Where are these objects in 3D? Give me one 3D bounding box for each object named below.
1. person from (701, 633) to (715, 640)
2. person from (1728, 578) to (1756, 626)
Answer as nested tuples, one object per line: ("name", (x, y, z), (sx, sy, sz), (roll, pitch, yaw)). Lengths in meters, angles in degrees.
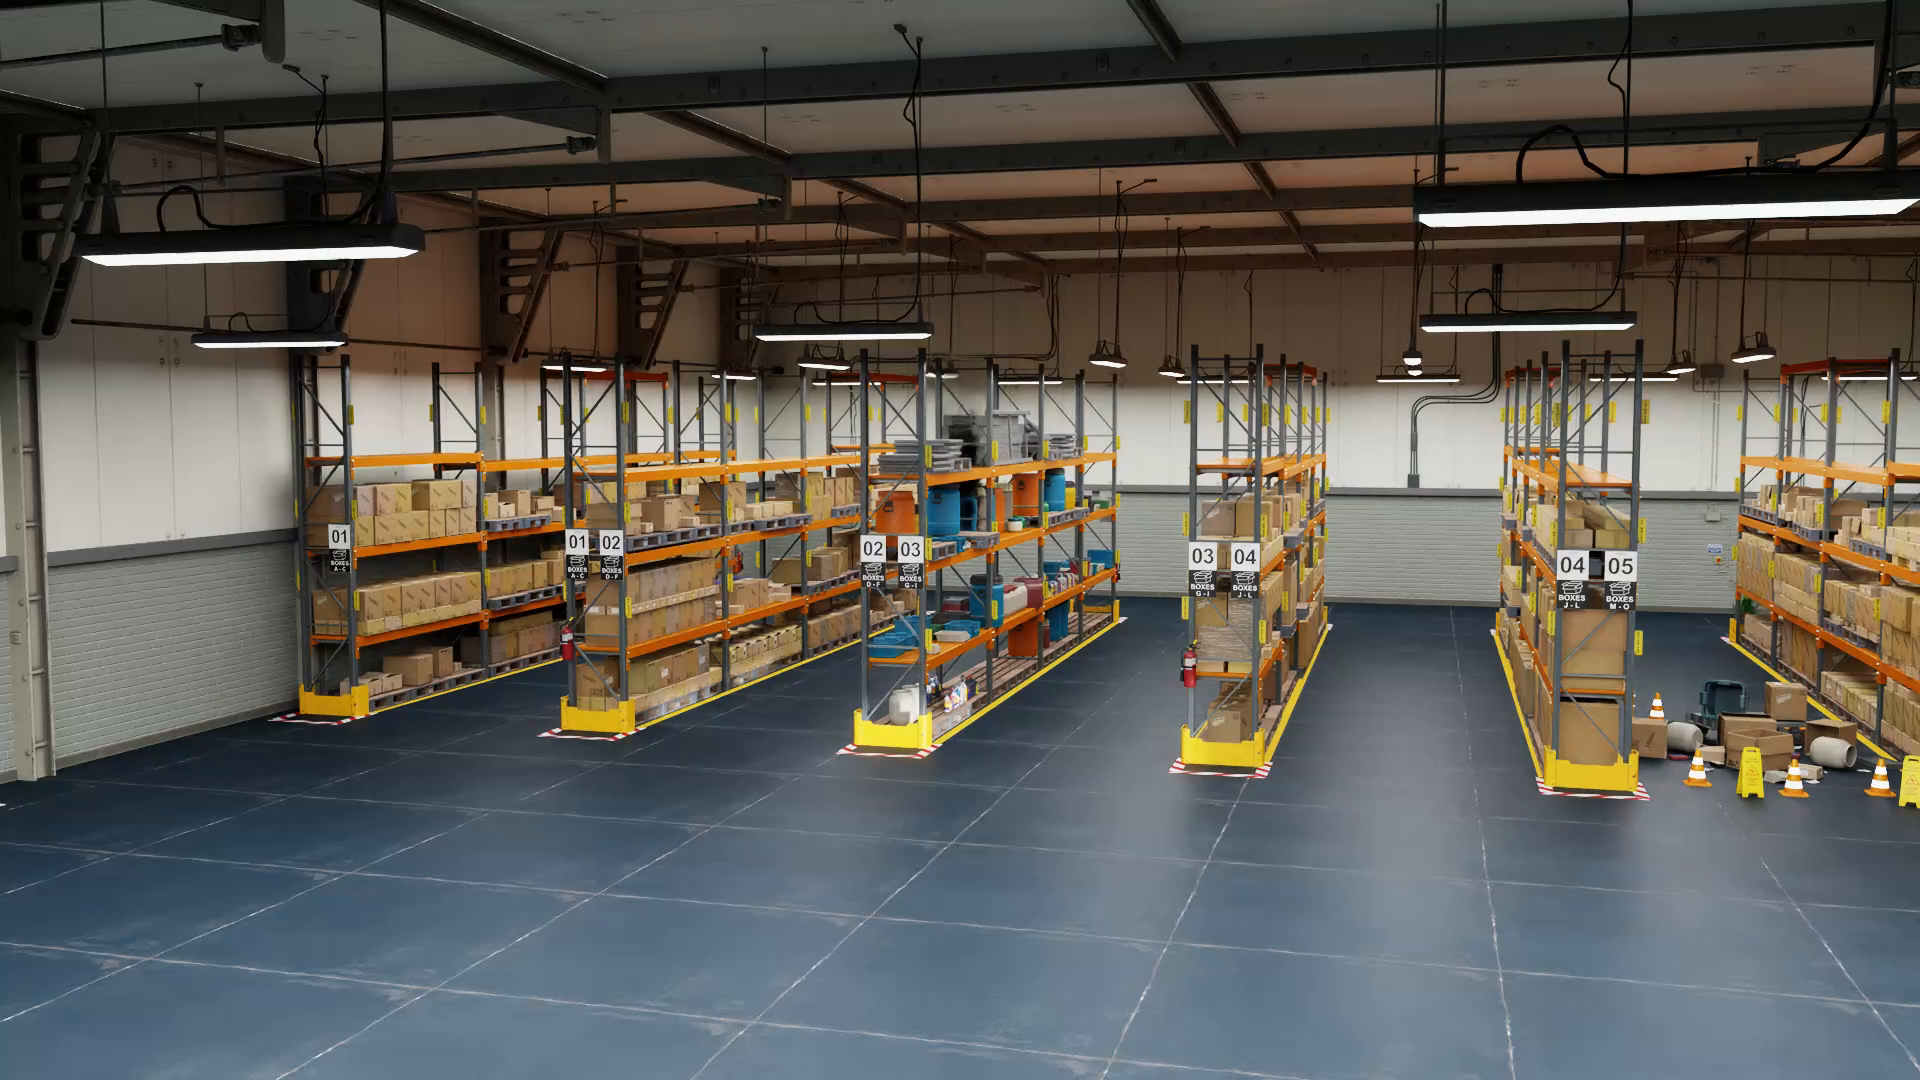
("person", (-5.580, 1.489, 36.183), (0.594, 1.627, 0.555), (1, 4, 10))
("person", (18.084, 1.250, 38.266), (0.733, 1.814, 0.628), (1, 4, 9))
